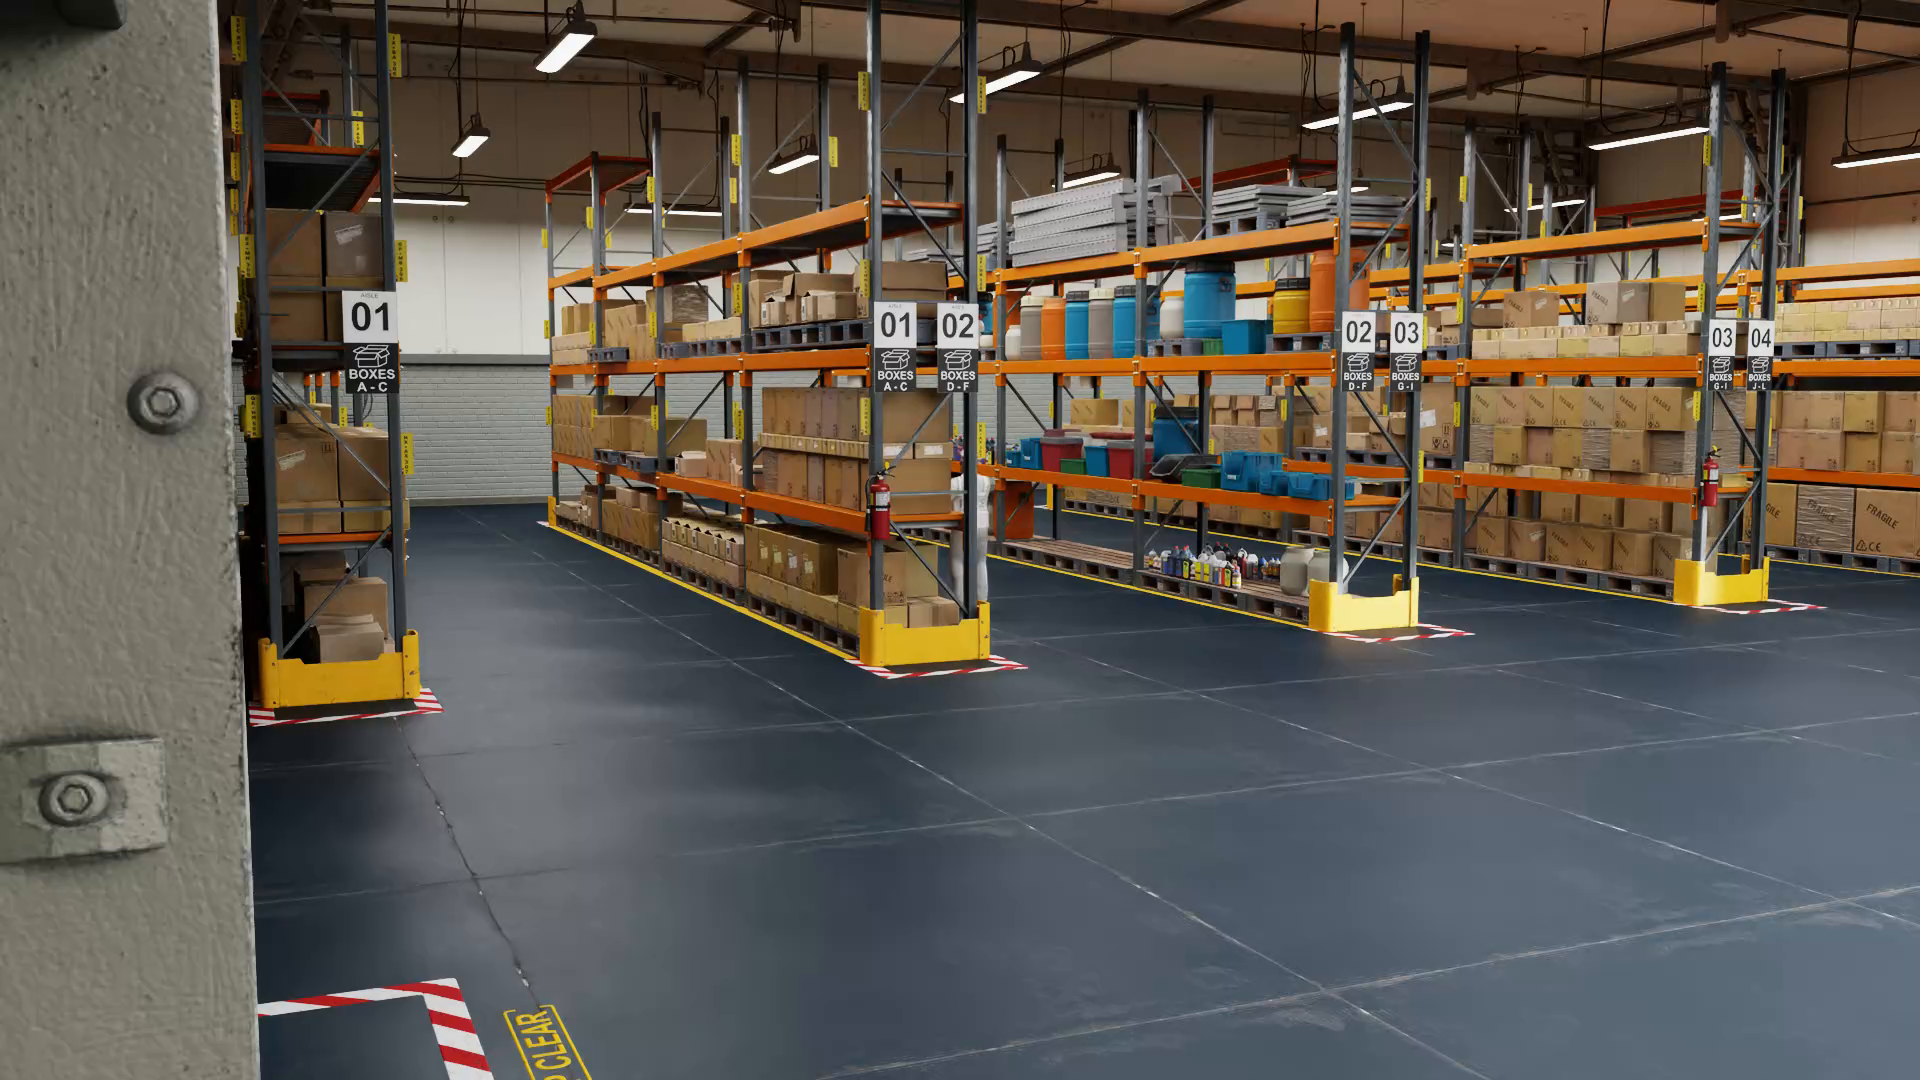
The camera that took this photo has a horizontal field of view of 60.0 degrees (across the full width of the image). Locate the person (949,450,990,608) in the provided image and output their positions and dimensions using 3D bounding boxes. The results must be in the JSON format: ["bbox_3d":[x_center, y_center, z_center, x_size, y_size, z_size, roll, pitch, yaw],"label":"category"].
[{"bbox_3d":[0.055,-0.132,18.528,0.494,1.767,0.573,-2,6,-23],"label":"person"}]
